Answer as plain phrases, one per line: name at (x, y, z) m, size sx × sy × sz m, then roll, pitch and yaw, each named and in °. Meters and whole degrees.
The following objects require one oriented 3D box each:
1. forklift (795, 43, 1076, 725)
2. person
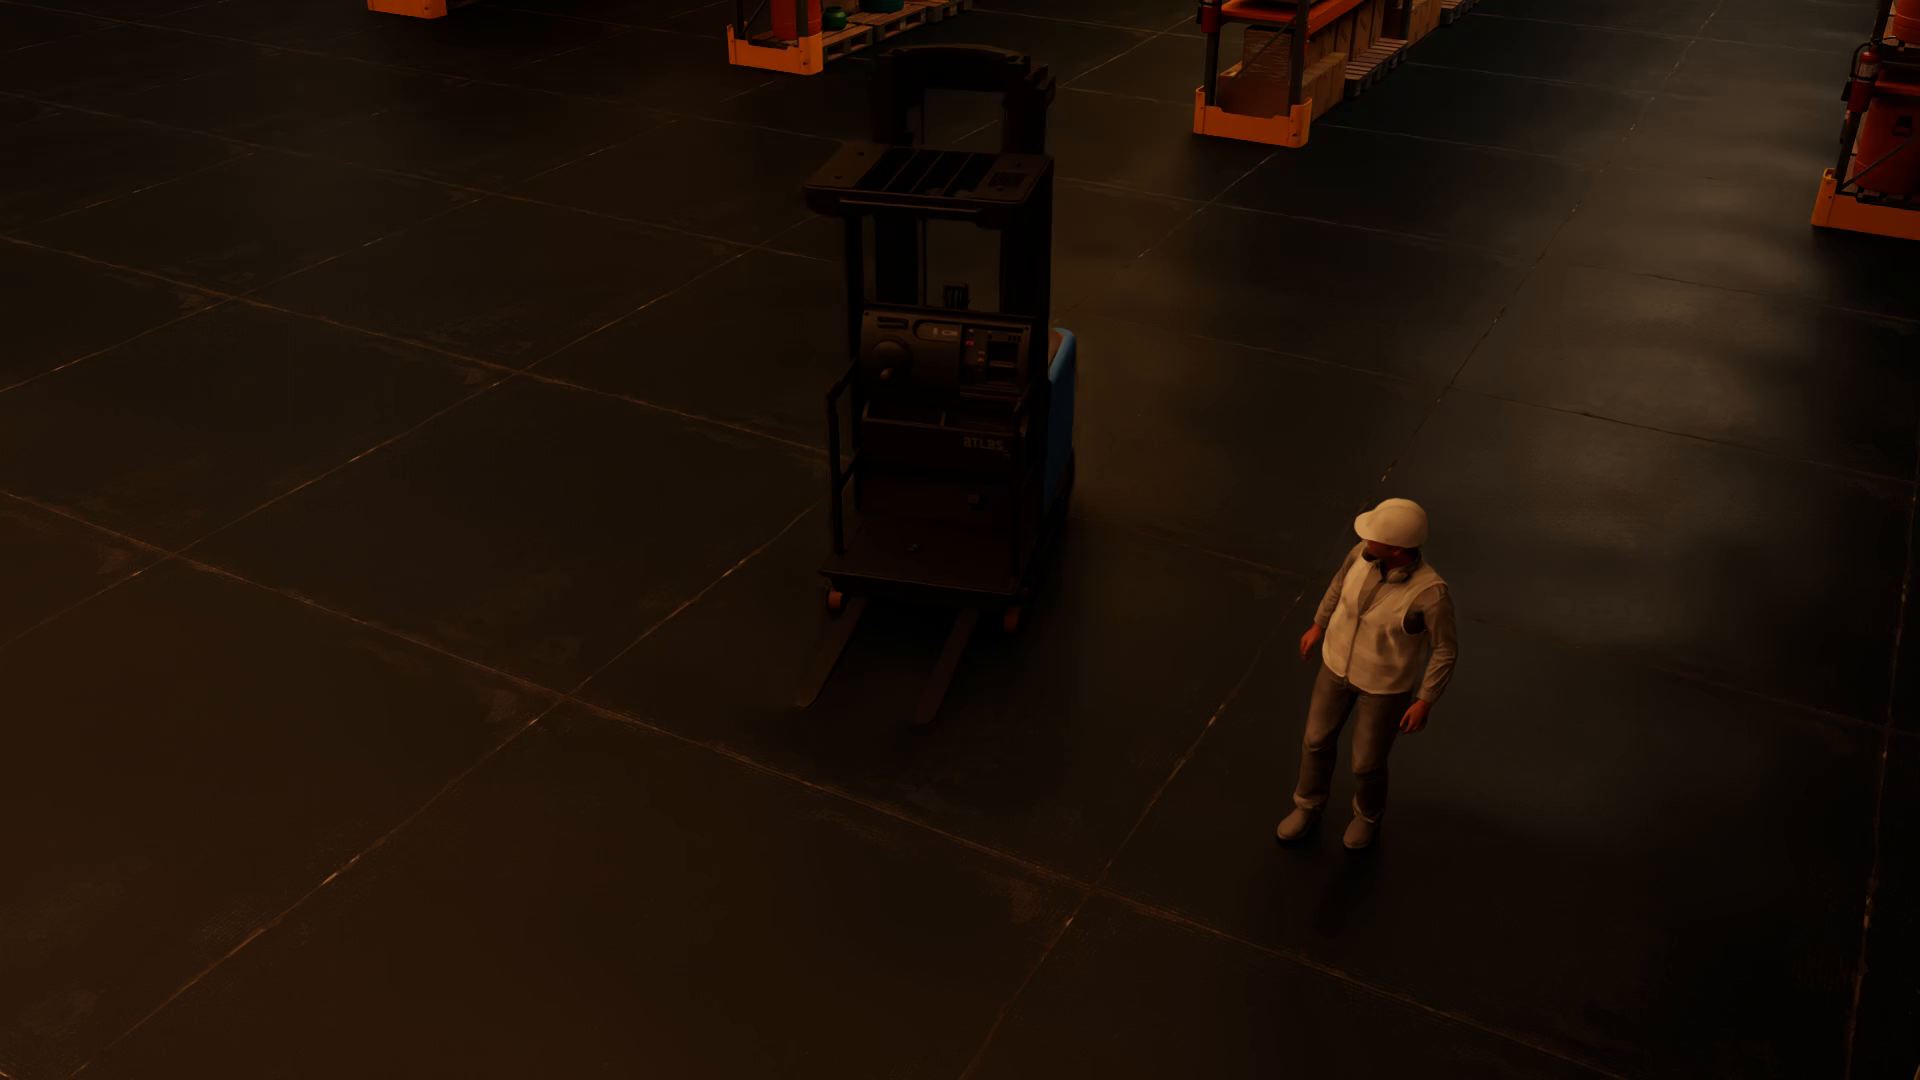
forklift at (-0.127, -0.963, 8.739) m, size 1.130 × 2.935 × 3.031 m, roll 7°, pitch 31°, yaw 12°
person at (1.744, 0.592, 7.215) m, size 0.493 × 1.762 × 0.724 m, roll -25°, pitch 38°, yaw -36°
